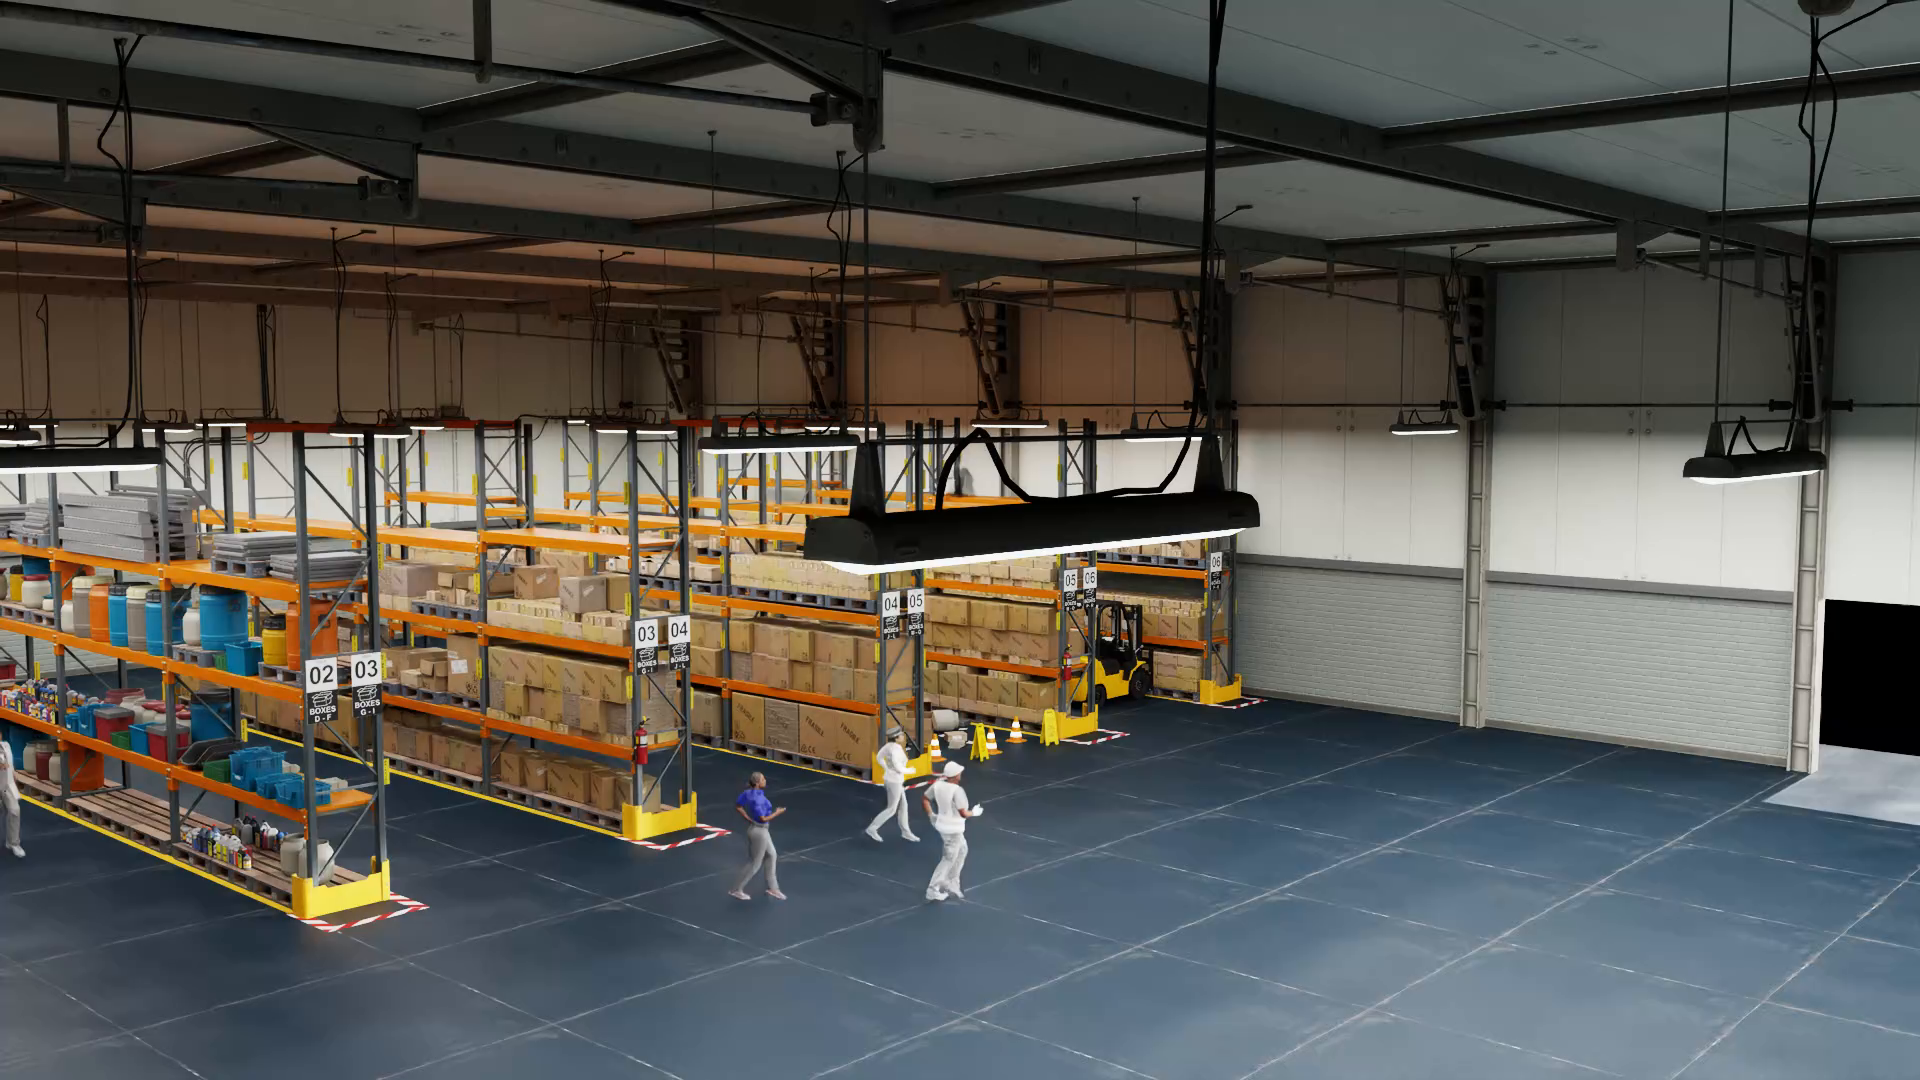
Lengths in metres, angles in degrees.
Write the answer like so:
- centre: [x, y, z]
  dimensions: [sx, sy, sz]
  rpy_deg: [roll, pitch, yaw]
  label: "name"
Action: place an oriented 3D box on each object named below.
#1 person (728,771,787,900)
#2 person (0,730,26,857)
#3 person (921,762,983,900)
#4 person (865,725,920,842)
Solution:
- centre: [-2.571, 3.771, 21.077]
  dimensions: [0.772, 1.701, 0.566]
  rpy_deg: [-1, 5, -17]
  label: "person"
- centre: [-13.525, 3.521, 23.359]
  dimensions: [0.862, 1.831, 0.693]
  rpy_deg: [3, 5, 31]
  label: "person"
- centre: [-0.095, 3.728, 21.145]
  dimensions: [0.763, 1.836, 0.664]
  rpy_deg: [-2, 5, -25]
  label: "person"
- centre: [-0.976, 3.528, 23.962]
  dimensions: [0.825, 1.724, 0.609]
  rpy_deg: [-1, 5, -14]
  label: "person"
